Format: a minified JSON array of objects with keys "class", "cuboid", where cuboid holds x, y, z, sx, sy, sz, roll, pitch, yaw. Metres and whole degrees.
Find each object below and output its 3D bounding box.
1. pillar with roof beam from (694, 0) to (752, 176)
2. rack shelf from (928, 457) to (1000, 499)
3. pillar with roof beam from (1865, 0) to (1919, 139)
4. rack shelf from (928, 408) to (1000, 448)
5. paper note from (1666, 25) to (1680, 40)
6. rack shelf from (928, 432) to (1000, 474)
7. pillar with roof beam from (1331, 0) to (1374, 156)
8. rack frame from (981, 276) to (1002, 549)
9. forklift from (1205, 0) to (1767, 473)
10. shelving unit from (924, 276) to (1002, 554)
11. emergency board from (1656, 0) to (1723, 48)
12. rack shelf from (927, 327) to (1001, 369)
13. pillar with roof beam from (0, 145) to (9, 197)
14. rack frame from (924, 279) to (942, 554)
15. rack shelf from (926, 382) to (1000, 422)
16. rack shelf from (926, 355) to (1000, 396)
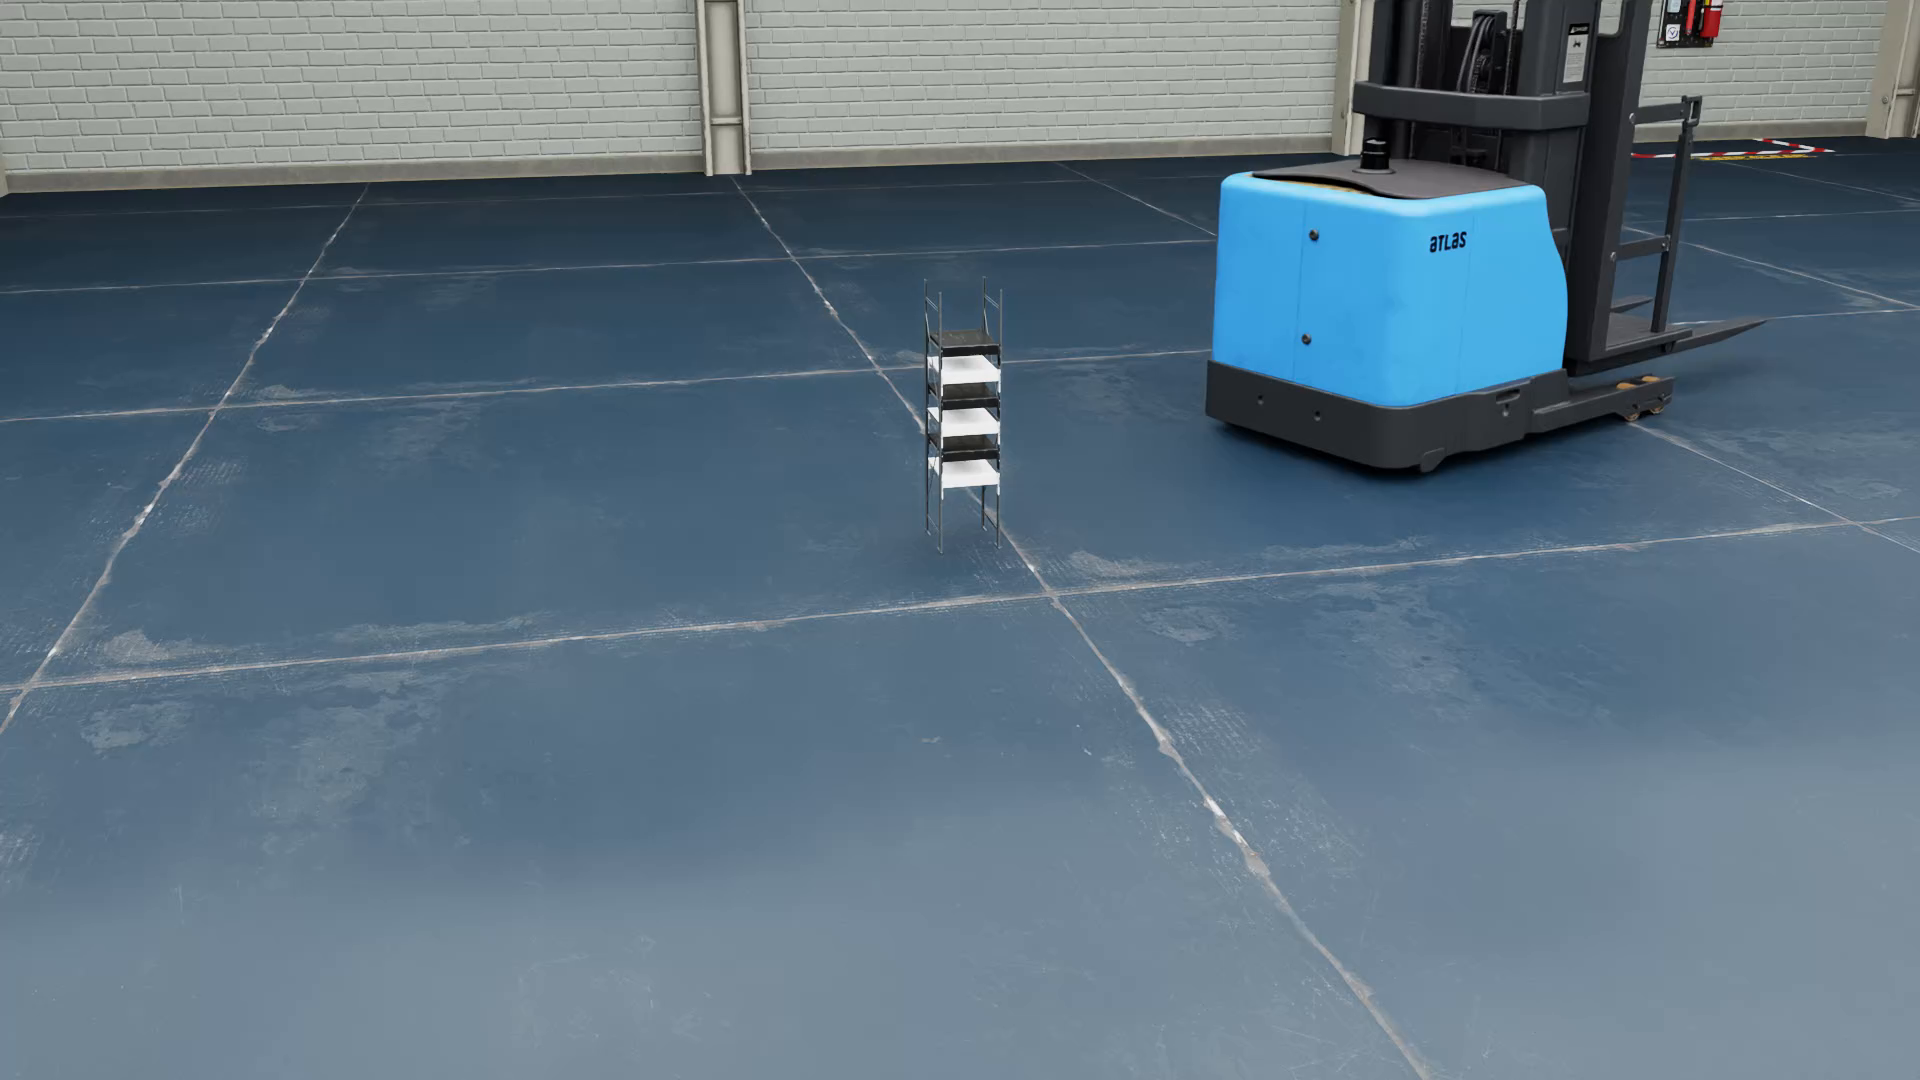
[{"class":"pillar with roof beam","cuboid":[-1.056,-6.016,9.156,0.400,9.000,9.100,-5,21,-12]},{"class":"rack shelf","cuboid":[0.008,-0.223,5.735,0.200,0.077,0.258,-5,21,-12]},{"class":"pillar with roof beam","cuboid":[10.622,-6.966,11.748,0.400,9.000,9.100,-5,21,-12]},{"class":"rack shelf","cuboid":[0.008,-0.392,5.673,0.200,0.077,0.258,-5,21,-12]},{"class":"paper note","cuboid":[7.029,-5.003,16.391,0.142,0.148,0.016,-5,21,-12]},{"class":"rack shelf","cuboid":[0.008,-0.307,5.704,0.200,0.077,0.258,-5,21,-12]},{"class":"pillar with roof beam","cuboid":[4.783,-6.491,10.452,0.400,9.000,9.100,-5,21,-12]},{"class":"rack frame","cuboid":[0.107,-0.431,5.684,0.006,0.900,0.240,-5,21,-12]},{"class":"forklift","cuboid":[2.526,-2.022,7.073,3.031,2.935,1.130,-15,25,-34]},{"class":"shelving unit","cuboid":[0.008,-0.423,5.662,0.210,0.900,0.258,-5,21,-12]},{"class":"emergency board","cuboid":[7.218,-5.407,16.215,0.643,1.169,0.194,-5,21,-12]},{"class":"rack shelf","cuboid":[0.008,-0.645,5.580,0.200,0.077,0.258,-5,21,-12]},{"class":"pillar with roof beam","cuboid":[-6.895,-5.541,7.859,0.400,9.000,9.100,-5,21,-12]},{"class":"rack frame","cuboid":[-0.091,-0.415,5.640,0.006,0.900,0.240,-5,21,-12]},{"class":"rack shelf","cuboid":[0.008,-0.476,5.642,0.200,0.077,0.258,-5,21,-12]},{"class":"rack shelf","cuboid":[0.008,-0.561,5.611,0.200,0.077,0.258,-5,21,-12]}]
